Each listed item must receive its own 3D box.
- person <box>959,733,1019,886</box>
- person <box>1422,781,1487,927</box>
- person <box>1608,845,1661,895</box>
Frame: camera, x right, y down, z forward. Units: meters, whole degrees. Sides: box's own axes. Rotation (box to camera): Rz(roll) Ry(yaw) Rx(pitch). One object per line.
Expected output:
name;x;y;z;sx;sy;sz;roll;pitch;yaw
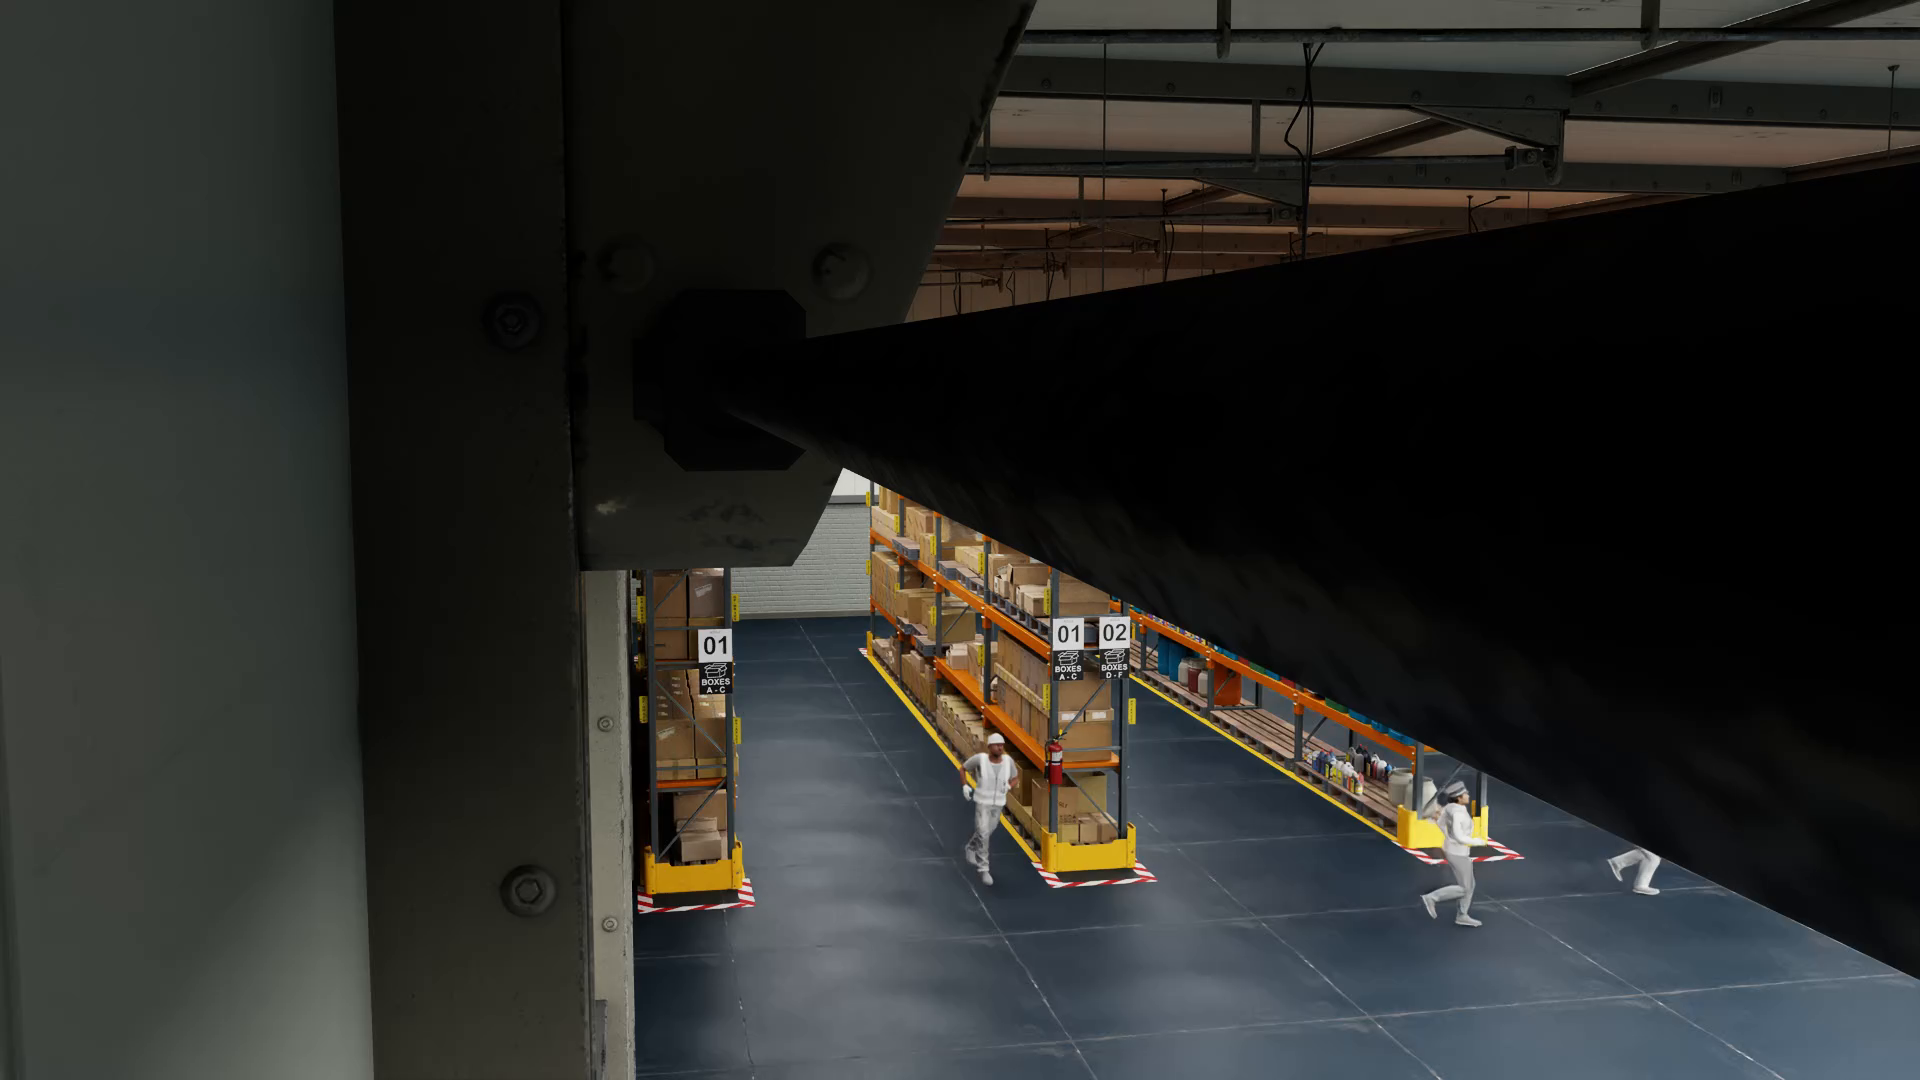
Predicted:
person;0.393;3.268;20.656;0.730;1.762;1.024;-2;6;-22
person;5.579;3.540;18.814;0.690;1.662;0.622;0;6;5
person;8.147;3.441;19.992;0.547;1.616;0.607;2;6;19
